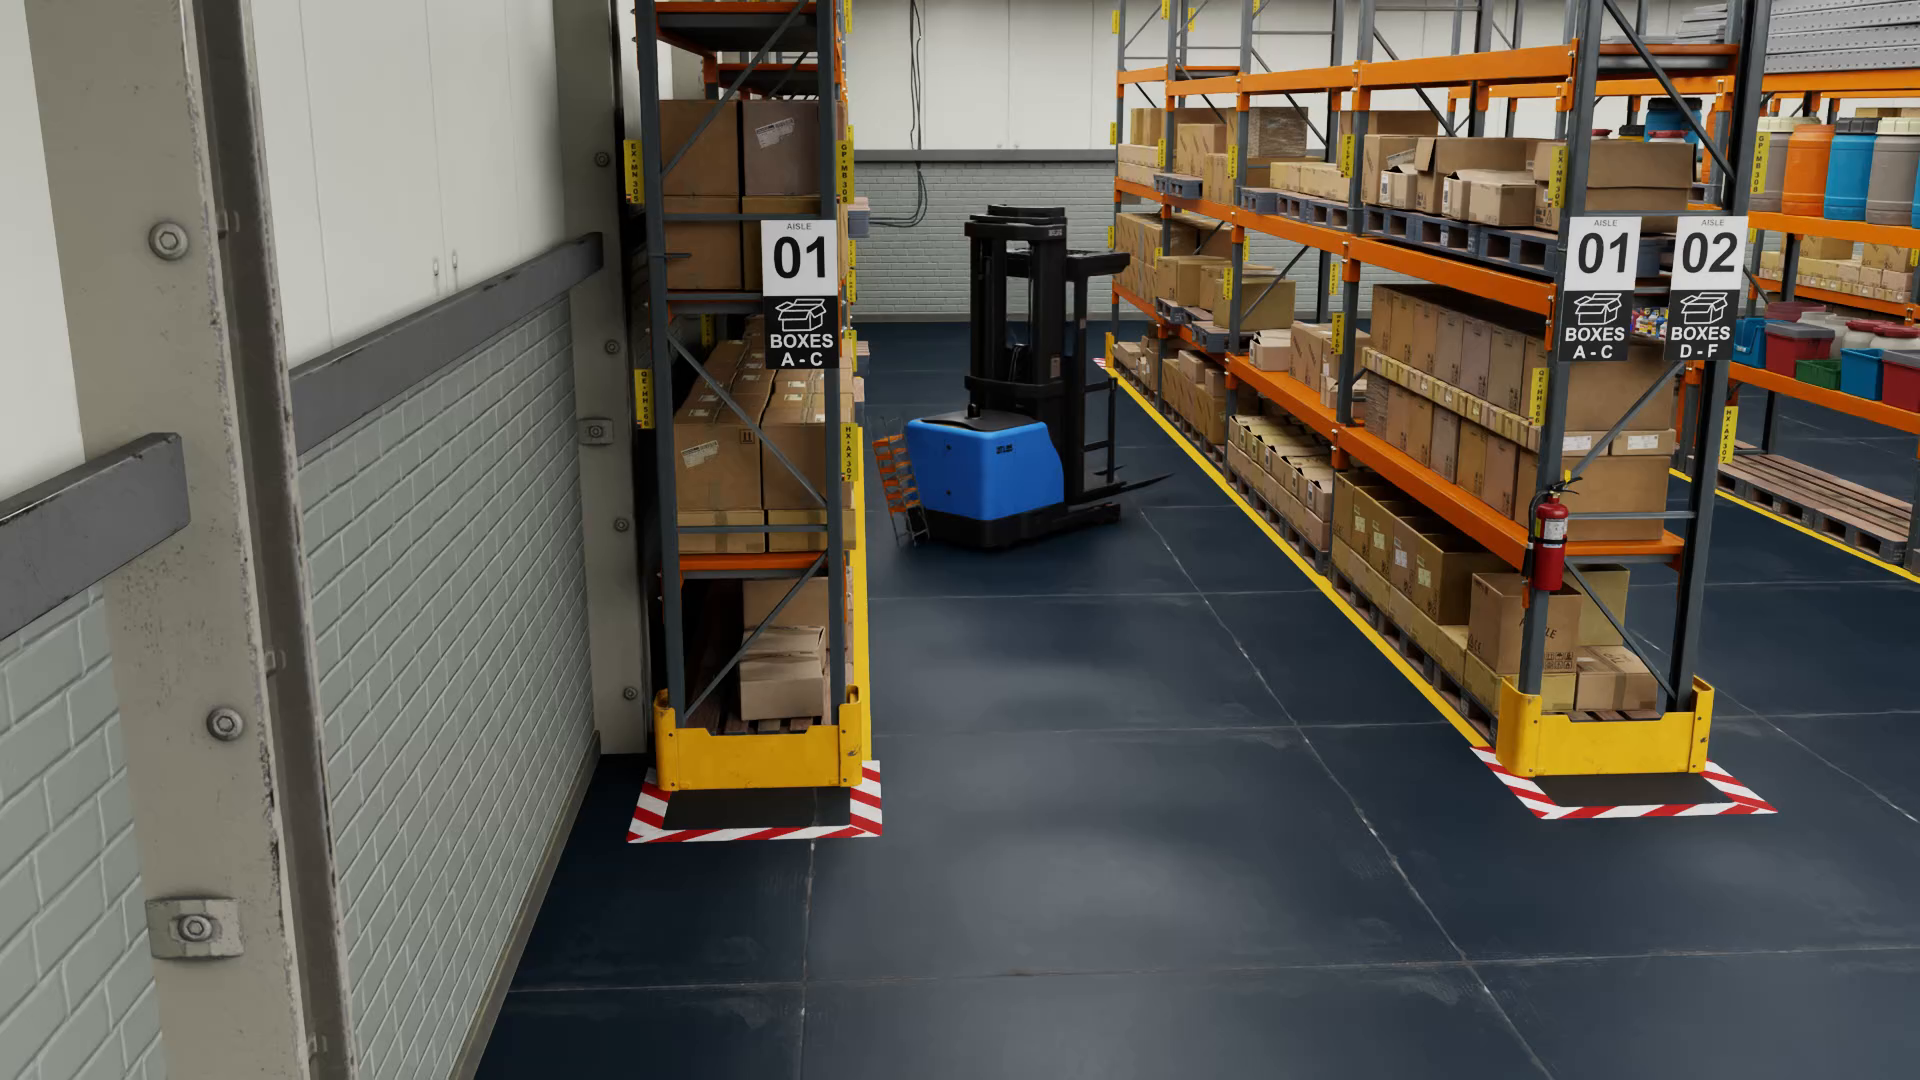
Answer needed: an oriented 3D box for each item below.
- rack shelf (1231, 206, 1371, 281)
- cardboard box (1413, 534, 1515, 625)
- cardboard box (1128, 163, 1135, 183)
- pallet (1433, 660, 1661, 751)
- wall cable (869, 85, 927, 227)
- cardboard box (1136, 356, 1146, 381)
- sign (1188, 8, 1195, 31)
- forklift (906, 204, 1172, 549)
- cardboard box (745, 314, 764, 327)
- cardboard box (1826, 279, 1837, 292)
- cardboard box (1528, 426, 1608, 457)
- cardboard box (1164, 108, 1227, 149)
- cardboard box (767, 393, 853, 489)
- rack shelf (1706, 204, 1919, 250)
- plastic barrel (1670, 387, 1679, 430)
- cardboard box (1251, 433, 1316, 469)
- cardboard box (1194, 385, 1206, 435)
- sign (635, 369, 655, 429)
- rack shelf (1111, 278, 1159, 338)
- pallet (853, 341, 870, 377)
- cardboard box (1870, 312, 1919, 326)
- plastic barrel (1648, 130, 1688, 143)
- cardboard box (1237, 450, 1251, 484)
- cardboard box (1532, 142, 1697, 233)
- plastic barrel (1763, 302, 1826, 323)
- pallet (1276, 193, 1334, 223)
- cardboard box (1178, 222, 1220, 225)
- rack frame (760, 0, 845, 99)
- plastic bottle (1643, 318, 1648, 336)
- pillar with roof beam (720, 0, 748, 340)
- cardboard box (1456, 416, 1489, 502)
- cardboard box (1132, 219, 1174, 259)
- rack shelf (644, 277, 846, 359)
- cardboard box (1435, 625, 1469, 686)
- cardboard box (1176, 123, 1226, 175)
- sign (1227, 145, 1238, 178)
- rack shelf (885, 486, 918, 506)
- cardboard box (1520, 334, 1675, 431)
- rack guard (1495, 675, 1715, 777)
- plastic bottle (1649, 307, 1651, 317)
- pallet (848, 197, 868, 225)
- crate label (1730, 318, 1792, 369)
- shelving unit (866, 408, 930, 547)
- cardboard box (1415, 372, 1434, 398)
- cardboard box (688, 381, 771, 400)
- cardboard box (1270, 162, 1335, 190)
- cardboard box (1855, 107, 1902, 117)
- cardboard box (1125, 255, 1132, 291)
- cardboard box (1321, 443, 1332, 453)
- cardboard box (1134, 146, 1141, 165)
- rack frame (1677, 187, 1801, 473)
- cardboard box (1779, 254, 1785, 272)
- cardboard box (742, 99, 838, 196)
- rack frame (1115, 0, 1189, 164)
[{"bbox_3d":[3.421,-2.729,15.035,1.077,0.370,4.000,-1,14,-3],"label":"rack shelf"},{"bbox_3d":[3.385,0.256,11.183,0.500,0.500,0.500,-1,14,-3],"label":"cardboard box"},{"bbox_3d":[2.630,-5.111,23.151,0.500,0.250,0.500,-1,14,-3],"label":"cardboard box"},{"bbox_3d":[3.703,1.029,10.604,1.003,0.211,1.213,-1,14,-3],"label":"pallet"},{"bbox_3d":[-2.137,-6.848,29.812,3.097,2.526,0.112,-1,14,-3],"label":"wall cable"},{"bbox_3d":[2.684,-2.351,22.658,0.500,0.311,0.500,-1,14,-3],"label":"cardboard box"},{"bbox_3d":[3.356,-7.549,24.115,0.100,0.325,0.005,-1,14,-3],"label":"sign"},{"bbox_3d":[0.871,-1.640,15.518,1.130,2.935,3.031,13,19,41],"label":"forklift"},{"bbox_3d":[-1.496,-1.740,14.687,0.700,0.500,0.500,1,14,4],"label":"cardboard box"},{"bbox_3d":[12.496,-3.600,23.504,0.380,0.149,0.250,-1,14,-3],"label":"cardboard box"},{"bbox_3d":[3.578,-0.587,9.784,0.380,0.149,0.250,-1,14,-4],"label":"cardboard box"},{"bbox_3d":[2.981,-5.222,21.076,0.700,0.500,0.500,-1,14,-3],"label":"cardboard box"},{"bbox_3d":[-0.902,-0.601,10.099,0.500,0.500,0.500,-1,14,-3],"label":"cardboard box"},{"bbox_3d":[8.365,-2.804,15.329,1.077,0.370,4.000,-1,14,-3],"label":"rack shelf"},{"bbox_3d":[8.069,-1.456,18.816,0.421,0.512,0.421,0,14,0],"label":"plastic barrel"},{"bbox_3d":[3.106,-0.873,15.949,0.500,0.311,0.500,-1,14,-5],"label":"cardboard box"},{"bbox_3d":[2.973,-1.482,18.899,0.500,0.500,0.500,-1,14,-5],"label":"cardboard box"},{"bbox_3d":[-1.707,-0.765,9.021,0.100,0.325,0.005,-1,14,-3],"label":"sign"},{"bbox_3d":[2.925,-3.265,23.142,1.077,0.370,4.000,-1,14,-3],"label":"rack shelf"},{"bbox_3d":[-1.497,-1.776,16.293,1.213,0.211,1.003,-1,14,-3],"label":"pallet"},{"bbox_3d":[12.975,-2.608,22.565,0.875,0.875,0.875,-1,14,-3],"label":"cardboard box"},{"bbox_3d":[7.980,-4.358,18.808,0.433,0.535,0.433,0,14,0],"label":"plastic barrel"},{"bbox_3d":[3.068,-0.734,16.533,0.500,0.250,0.500,-1,14,-5],"label":"cardboard box"},{"bbox_3d":[3.761,-2.049,9.619,0.797,0.503,0.637,0,14,0],"label":"cardboard box"},{"bbox_3d":[8.572,-2.152,17.099,0.600,0.536,0.708,-1,14,-3],"label":"plastic barrel"},{"bbox_3d":[3.500,-3.037,15.171,1.003,0.211,1.213,0,14,-1],"label":"pallet"},{"bbox_3d":[3.237,-4.027,22.450,0.500,0.500,0.500,-1,14,-5],"label":"cardboard box"},{"bbox_3d":[-1.895,-5.944,20.071,1.000,3.000,0.127,-1,14,-3],"label":"rack frame"},{"bbox_3d":[7.756,-2.402,18.742,0.097,0.201,0.097,0,14,0],"label":"plastic bottle"},{"bbox_3d":[1.495,-6.172,20.954,9.100,9.000,0.400,-1,14,-3],"label":"pillar with roof beam"},{"bbox_3d":[3.714,-0.551,10.947,0.700,0.500,0.500,-1,14,-3],"label":"cardboard box"},{"bbox_3d":[2.664,-4.149,22.924,0.500,0.500,0.500,-1,14,-4],"label":"cardboard box"},{"bbox_3d":[-1.276,-1.656,10.868,1.077,0.370,4.000,-1,14,-3],"label":"rack shelf"},{"bbox_3d":[3.421,0.743,10.793,0.500,0.250,0.500,-1,14,-3],"label":"cardboard box"},{"bbox_3d":[3.006,-4.743,20.177,0.600,0.600,0.600,-2,15,-9],"label":"cardboard box"},{"bbox_3d":[2.755,-3.817,16.784,0.100,0.325,0.005,-1,14,-3],"label":"sign"},{"bbox_3d":[-0.507,-0.393,14.722,0.180,0.103,0.258,-5,14,37],"label":"rack shelf"},{"bbox_3d":[3.773,-0.938,9.849,0.700,0.500,0.500,-1,14,-3],"label":"cardboard box"},{"bbox_3d":[3.794,1.085,9.808,1.175,0.500,0.348,-1,14,-3],"label":"rack guard"},{"bbox_3d":[8.402,-2.789,20.096,0.152,0.276,0.135,-1,14,-3],"label":"plastic bottle"},{"bbox_3d":[-1.399,-2.824,14.340,1.213,0.211,1.003,-1,14,-3],"label":"pallet"},{"bbox_3d":[8.032,-1.963,16.565,0.502,0.435,0.616,-1,14,-3],"label":"crate label"},{"bbox_3d":[-0.545,-0.550,14.691,0.189,1.200,0.258,-5,14,37],"label":"shelving unit"},{"bbox_3d":[3.452,-1.099,11.776,0.380,0.149,0.250,-1,14,-5],"label":"cardboard box"},{"bbox_3d":[-1.451,-0.723,10.571,0.500,0.500,0.500,-1,14,-5],"label":"cardboard box"},{"bbox_3d":[3.381,-3.593,16.410,0.500,0.250,0.500,-2,15,-8],"label":"cardboard box"},{"bbox_3d":[12.804,-5.877,23.078,0.500,0.250,0.500,-1,14,-5],"label":"cardboard box"},{"bbox_3d":[2.631,-3.792,23.544,0.500,0.500,0.500,-1,14,-4],"label":"cardboard box"},{"bbox_3d":[3.671,-0.759,15.507,0.500,0.311,0.500,0,14,-2],"label":"cardboard box"},{"bbox_3d":[2.661,-5.228,22.606,0.500,0.250,0.500,-1,14,-3],"label":"cardboard box"},{"bbox_3d":[8.241,-2.197,17.546,1.000,3.000,0.127,-1,14,-3],"label":"rack frame"},{"bbox_3d":[12.488,-4.082,24.575,0.500,0.250,0.500,-1,14,-4],"label":"cardboard box"},{"bbox_3d":[-0.933,-2.149,9.093,0.500,0.500,0.500,-2,15,-7],"label":"cardboard box"},{"bbox_3d":[2.801,-7.017,24.238,1.000,3.000,0.127,-1,14,-3],"label":"rack frame"}]
